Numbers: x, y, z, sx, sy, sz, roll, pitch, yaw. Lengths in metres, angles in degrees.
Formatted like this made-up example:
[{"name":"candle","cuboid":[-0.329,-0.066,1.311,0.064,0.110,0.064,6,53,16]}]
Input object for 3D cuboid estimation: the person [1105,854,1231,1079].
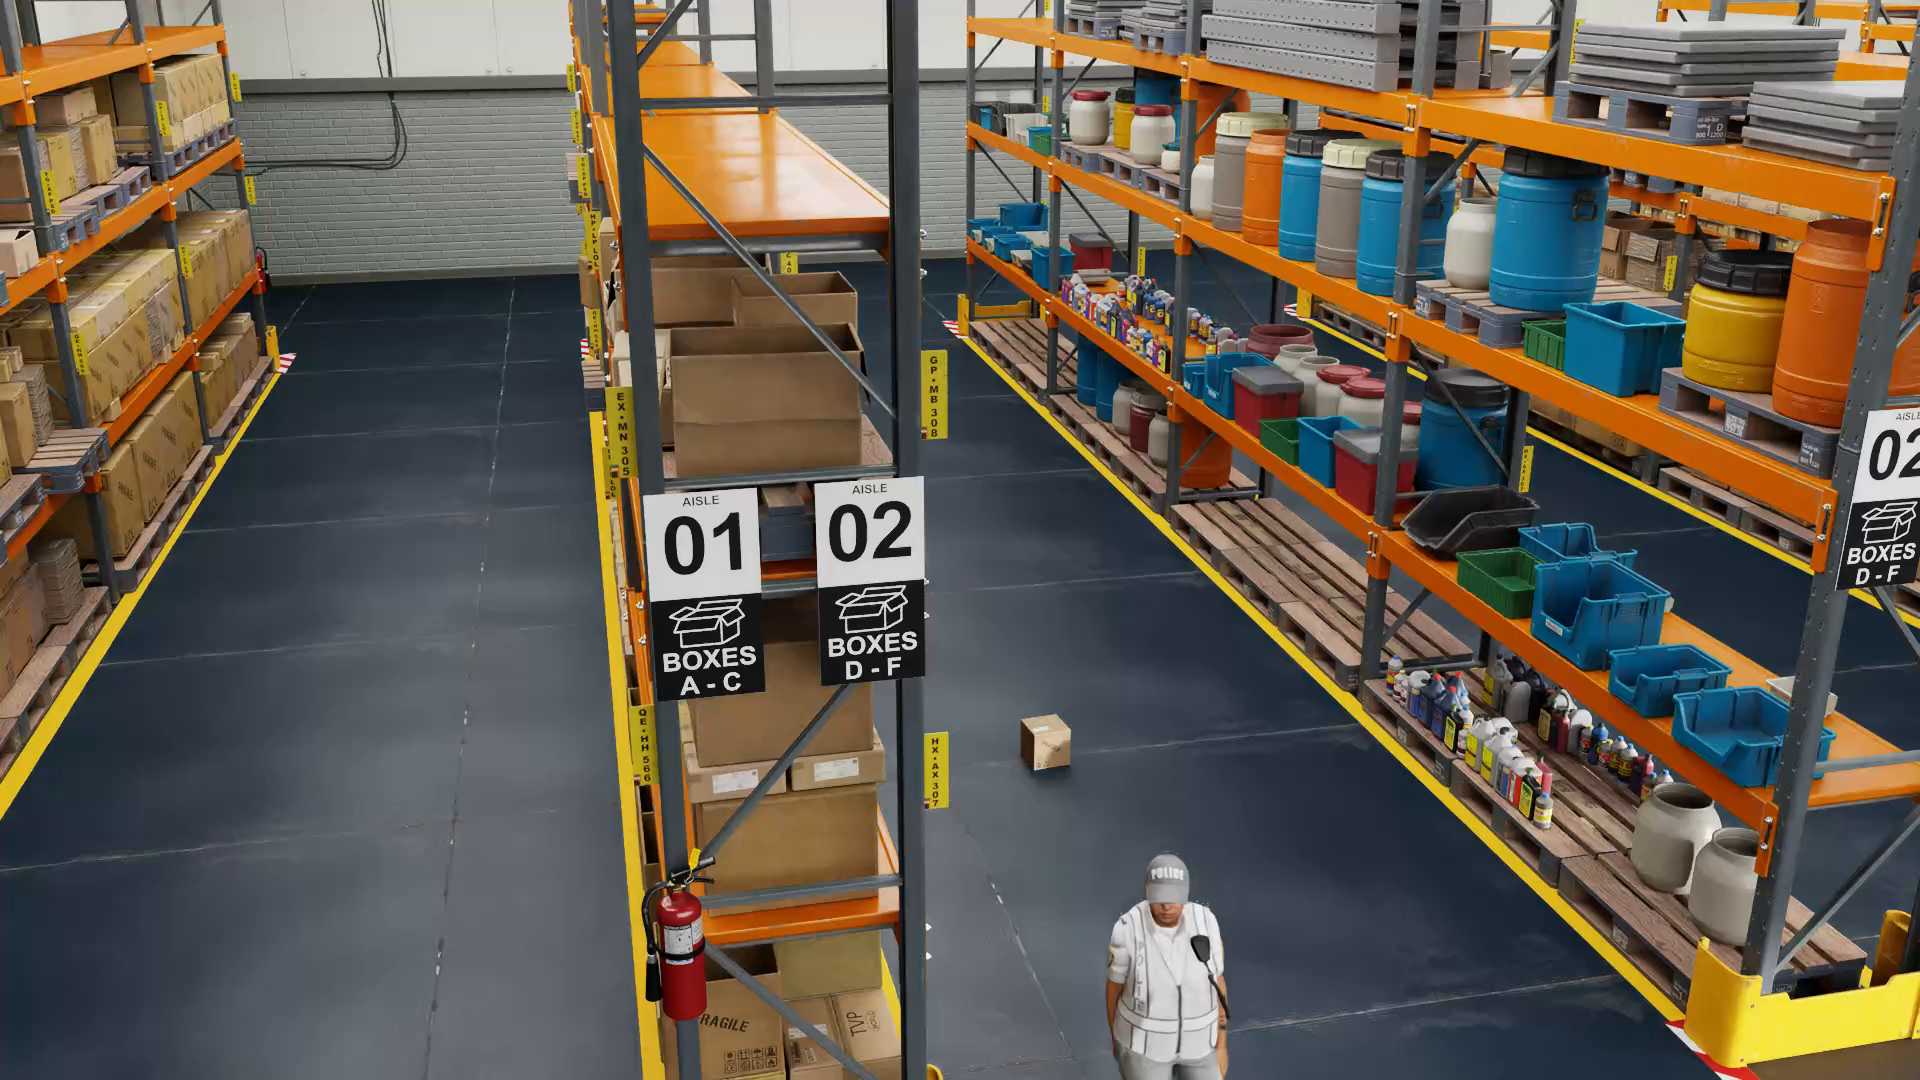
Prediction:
[{"name":"person","cuboid":[0.836,2.006,6.714,0.494,1.640,0.707,-3,20,-9]}]
